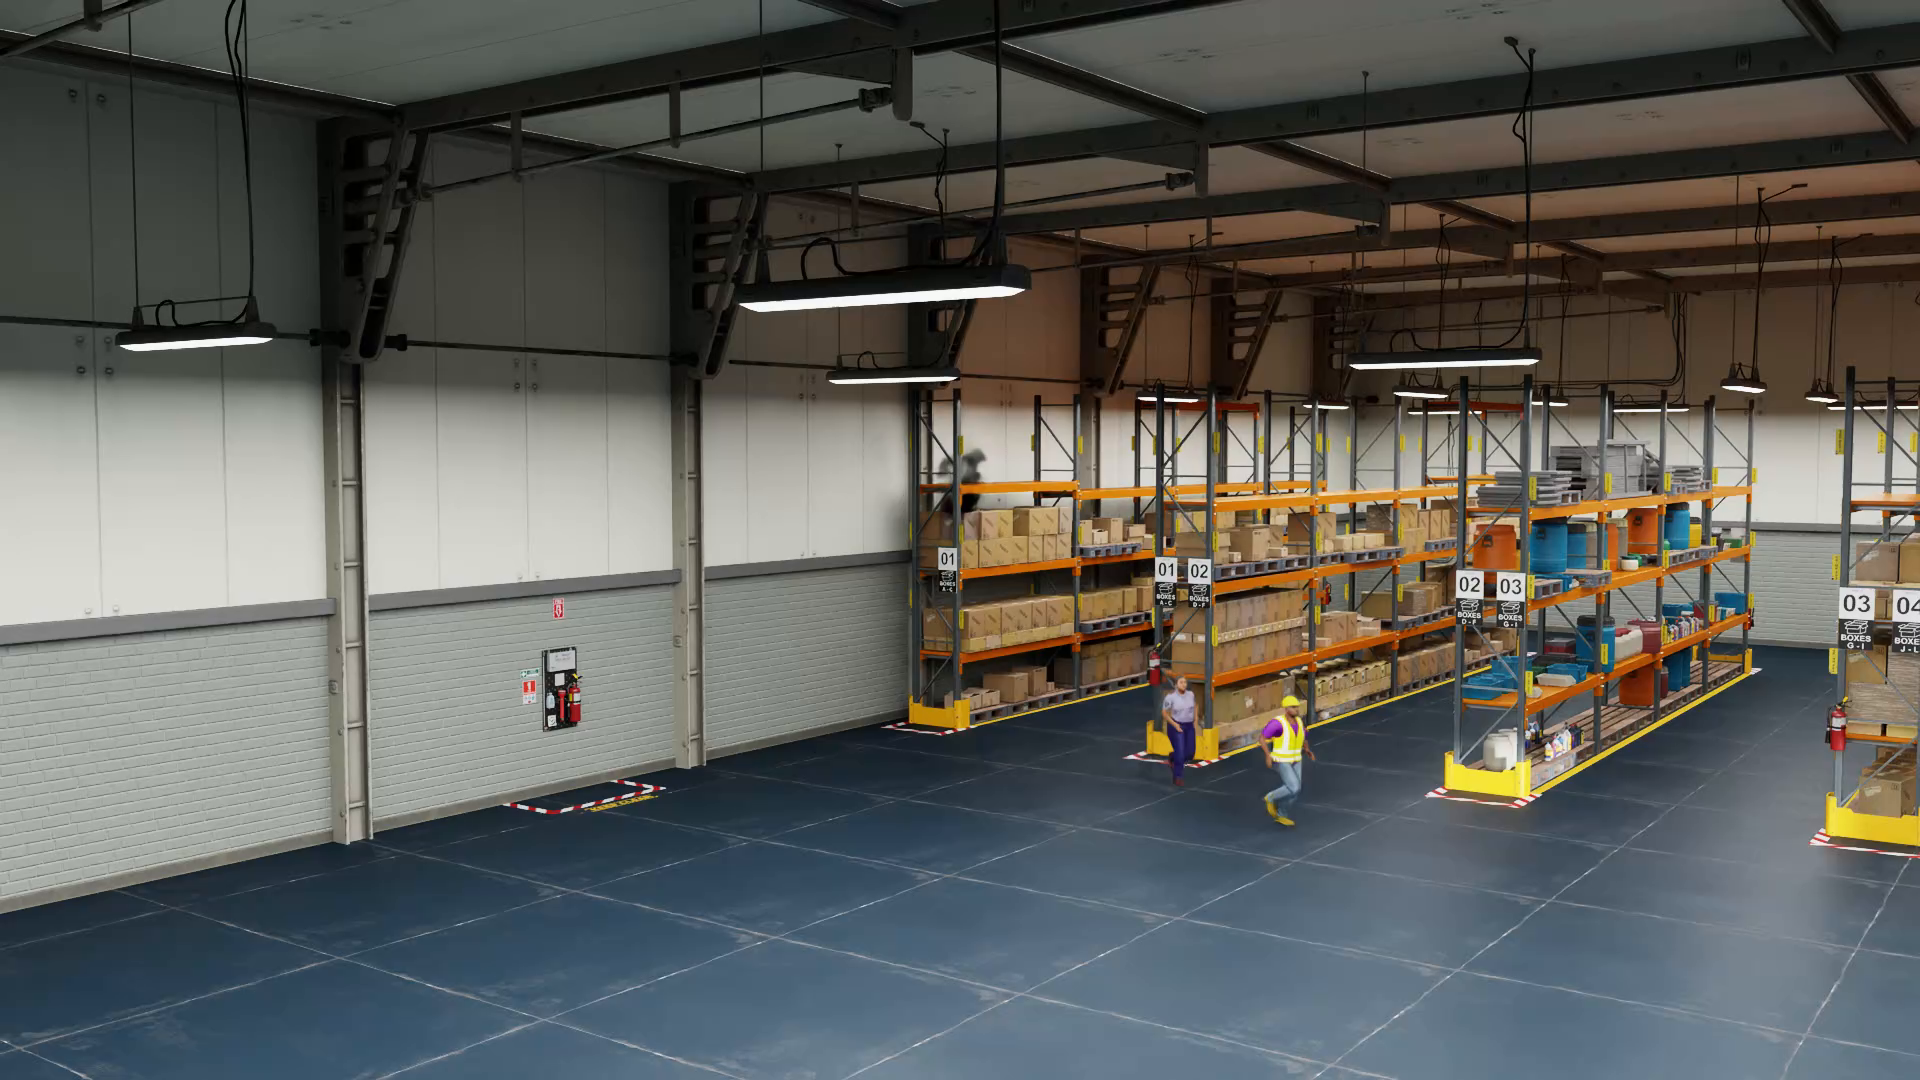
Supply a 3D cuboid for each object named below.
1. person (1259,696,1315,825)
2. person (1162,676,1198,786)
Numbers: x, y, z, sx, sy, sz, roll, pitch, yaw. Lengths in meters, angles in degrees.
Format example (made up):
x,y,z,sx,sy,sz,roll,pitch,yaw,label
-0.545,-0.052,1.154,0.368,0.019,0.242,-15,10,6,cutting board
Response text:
x,y,z,sx,sy,sz,roll,pitch,yaw,label
4.321,2.900,21.841,0.694,1.713,0.620,-2,4,-33,person
3.259,2.804,24.611,0.628,1.622,0.637,-1,3,-21,person
